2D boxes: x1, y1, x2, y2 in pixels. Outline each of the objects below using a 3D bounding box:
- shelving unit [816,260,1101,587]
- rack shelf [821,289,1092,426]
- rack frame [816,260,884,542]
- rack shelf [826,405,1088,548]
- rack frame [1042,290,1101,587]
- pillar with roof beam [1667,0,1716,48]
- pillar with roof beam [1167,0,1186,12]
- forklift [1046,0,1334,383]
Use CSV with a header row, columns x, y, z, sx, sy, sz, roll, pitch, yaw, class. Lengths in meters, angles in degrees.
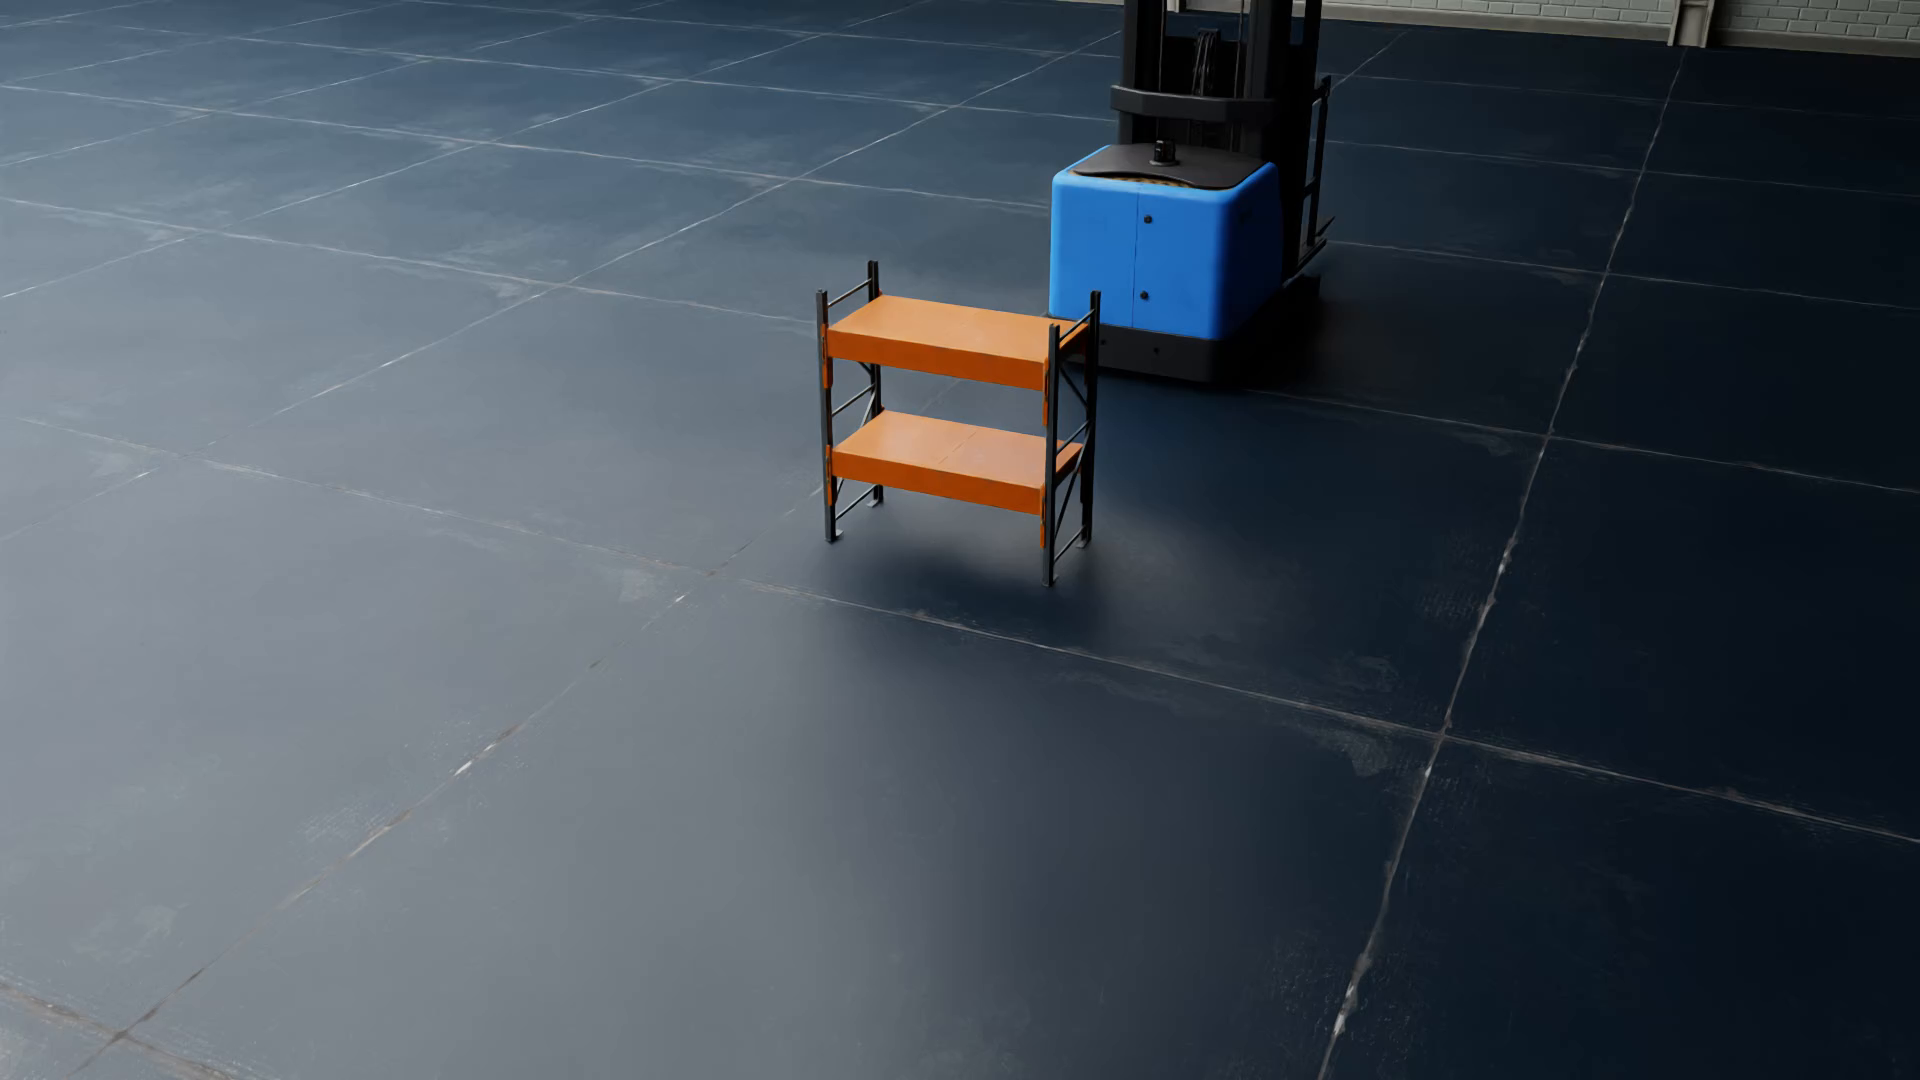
x,y,z,sx,sy,sz,roll,pitch,yaw,class
-0.006,-0.506,7.004,1.048,1.125,0.538,11,28,22,shelving unit
-0.006,-0.768,6.875,1.000,0.278,0.538,11,28,22,rack shelf
-0.469,-0.599,7.193,0.032,1.125,0.500,11,28,22,rack frame
-0.006,-0.287,7.112,1.000,0.278,0.538,11,28,22,rack shelf
0.457,-0.413,6.815,0.032,1.125,0.500,11,28,22,rack frame
6.251,-7.778,12.860,0.400,9.000,9.100,11,28,22,pillar with roof beam
0.789,-8.875,15.088,0.400,9.000,9.100,11,28,22,pillar with roof beam
1.560,-2.763,9.544,1.130,2.935,3.031,12,29,23,forklift
